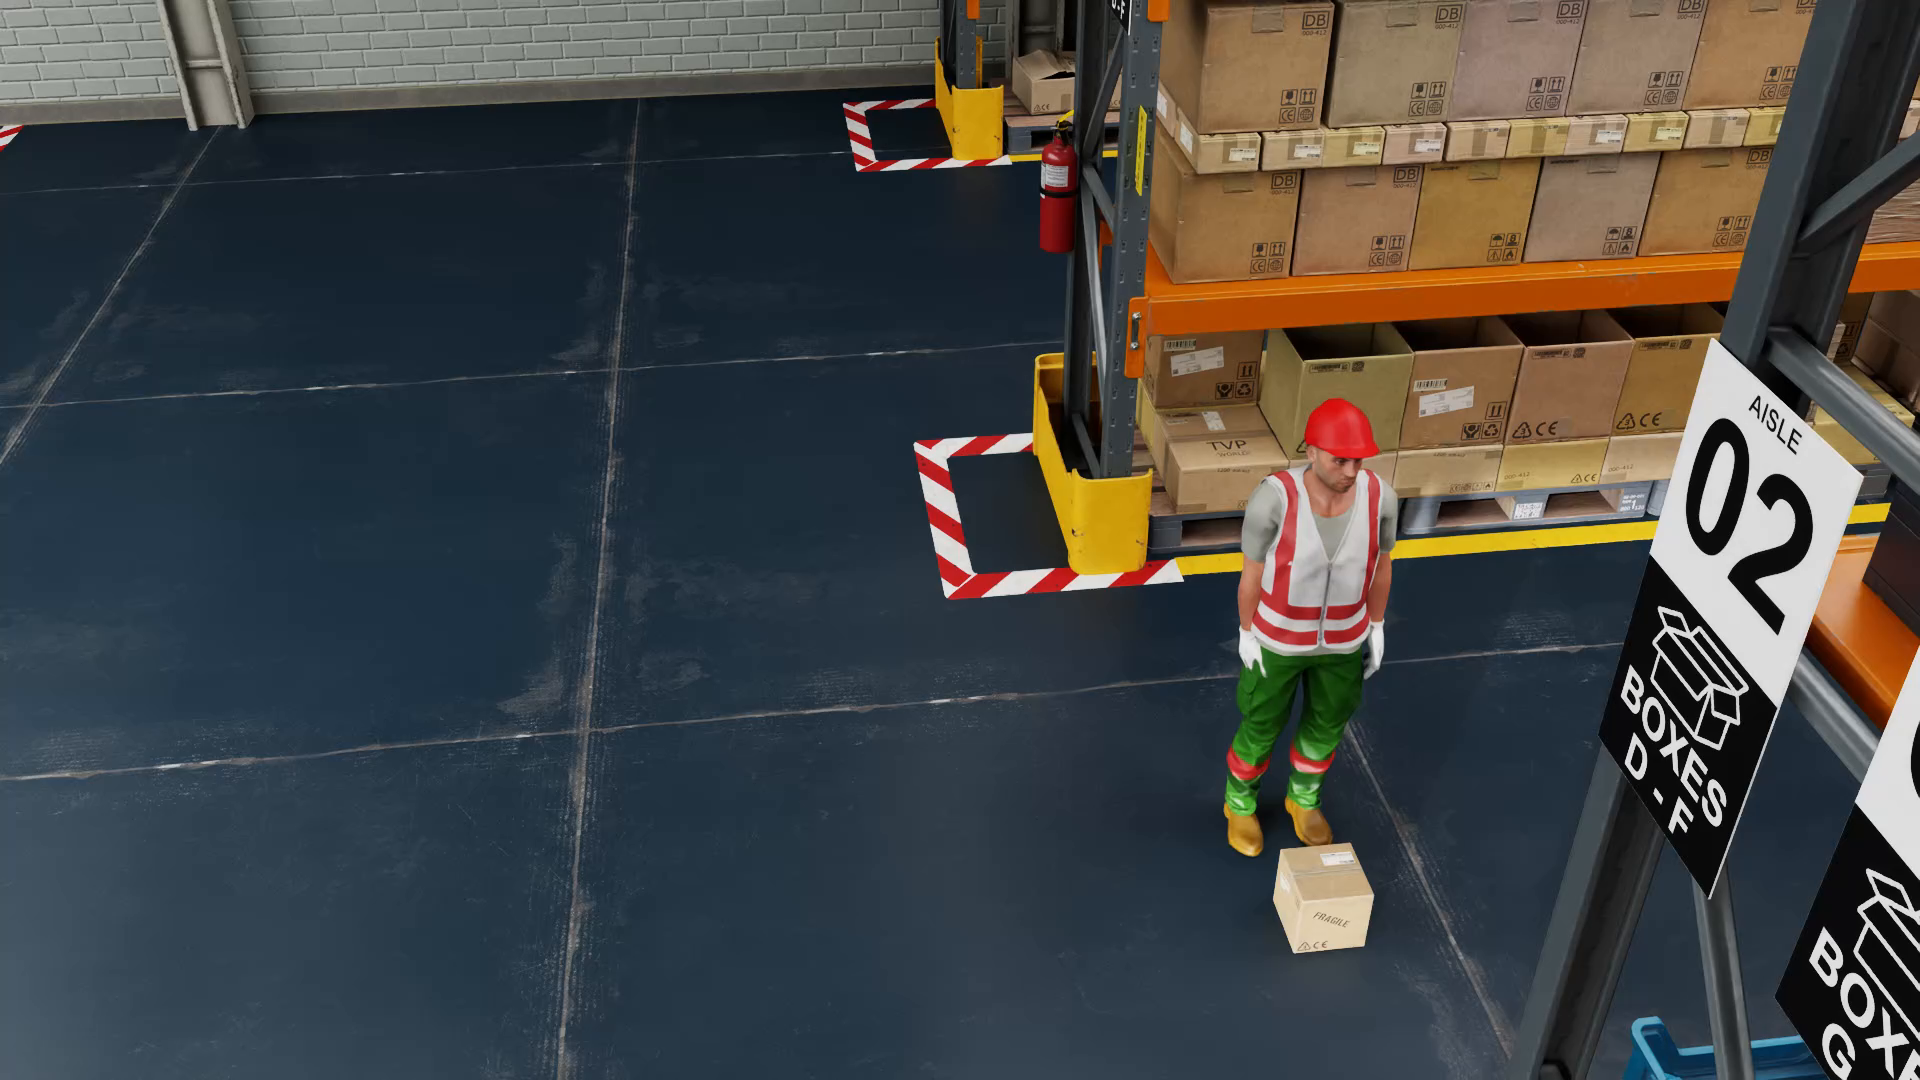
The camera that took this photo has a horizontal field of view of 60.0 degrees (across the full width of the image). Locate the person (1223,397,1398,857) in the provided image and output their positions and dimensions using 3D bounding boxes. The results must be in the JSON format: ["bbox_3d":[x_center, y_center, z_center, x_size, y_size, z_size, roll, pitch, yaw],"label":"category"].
[{"bbox_3d":[1.189,0.319,5.660,0.525,1.785,0.337,-4,35,-5],"label":"person"}]
